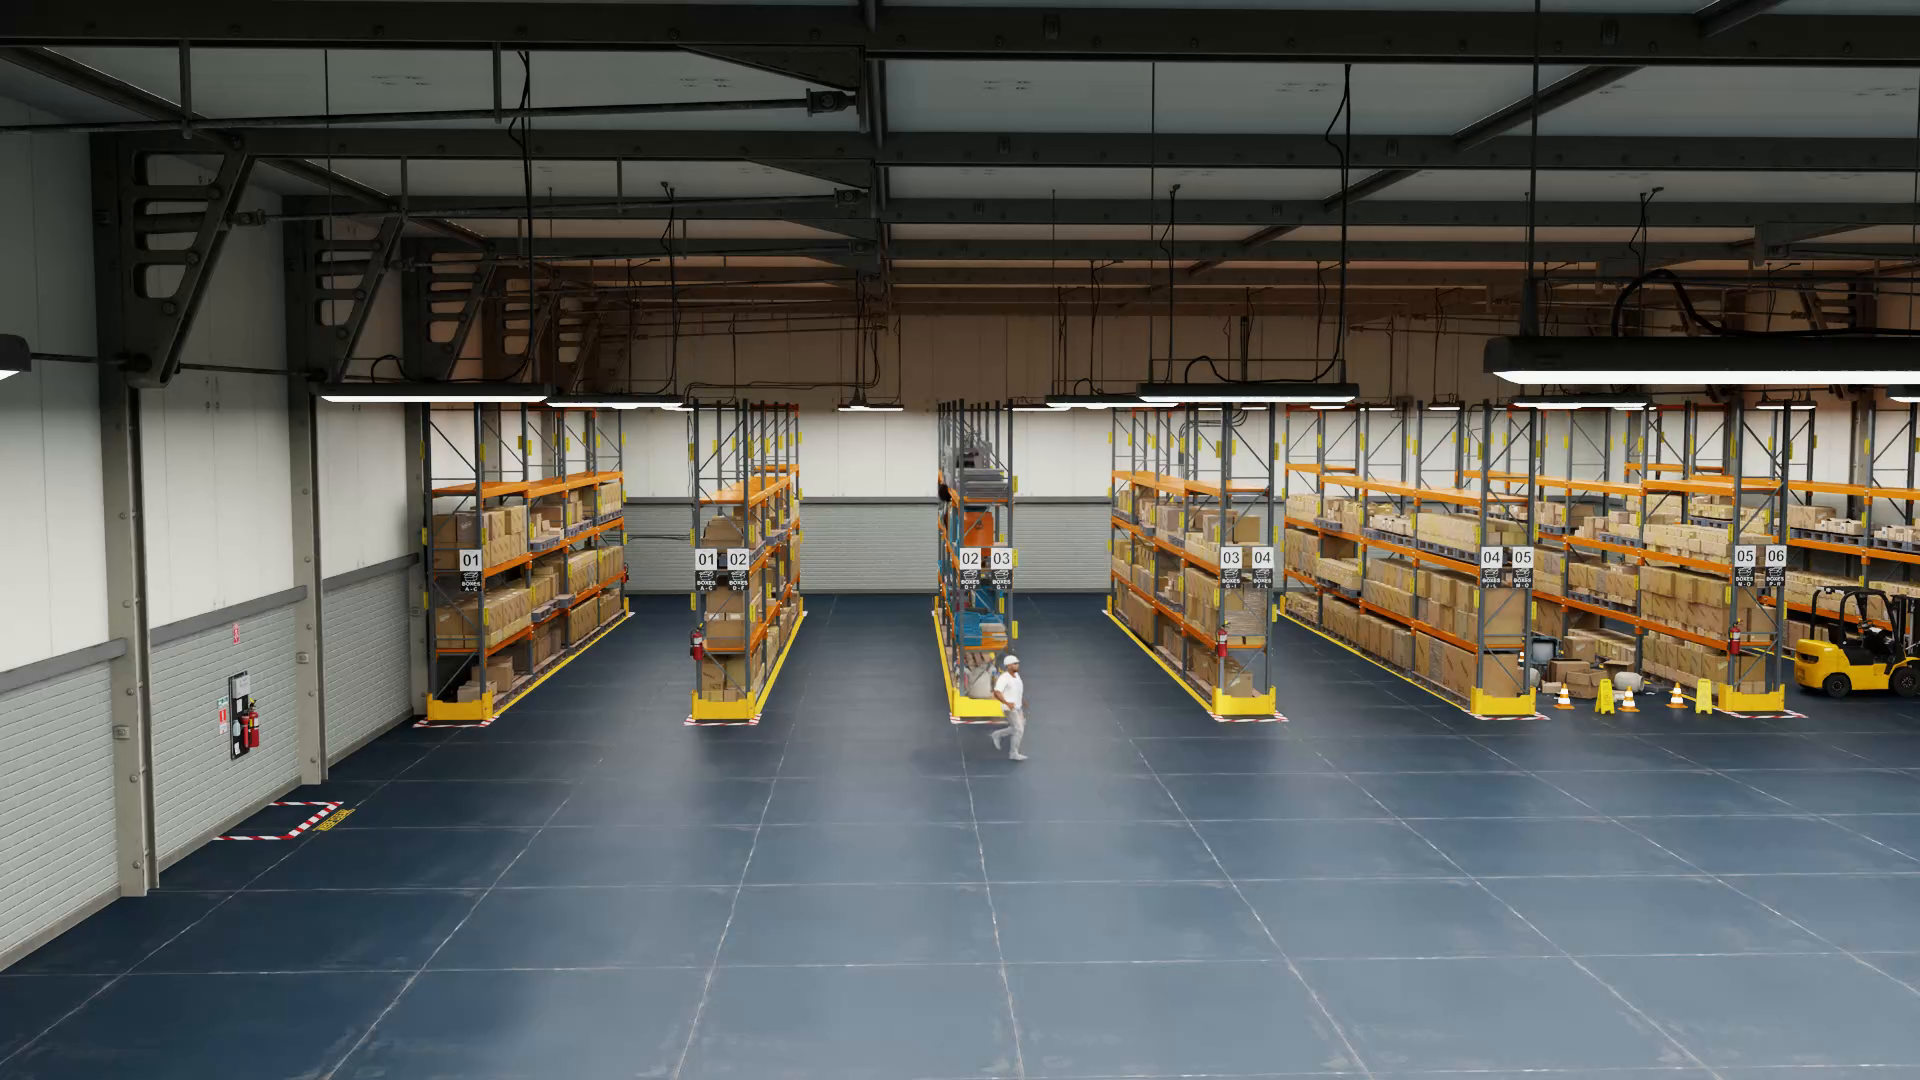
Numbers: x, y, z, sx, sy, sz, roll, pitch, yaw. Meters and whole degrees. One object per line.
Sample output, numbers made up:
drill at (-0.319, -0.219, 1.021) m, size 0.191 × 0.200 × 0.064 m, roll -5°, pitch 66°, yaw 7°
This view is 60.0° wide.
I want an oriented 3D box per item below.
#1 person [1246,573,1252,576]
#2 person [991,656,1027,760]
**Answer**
person at (8.033, 1.351, 46.913) m, size 0.615 × 1.673 × 0.832 m, roll 2°, pitch 5°, yaw 19°
person at (0.797, 2.767, 27.559) m, size 0.696 × 1.725 × 0.741 m, roll 2°, pitch 5°, yaw 26°
